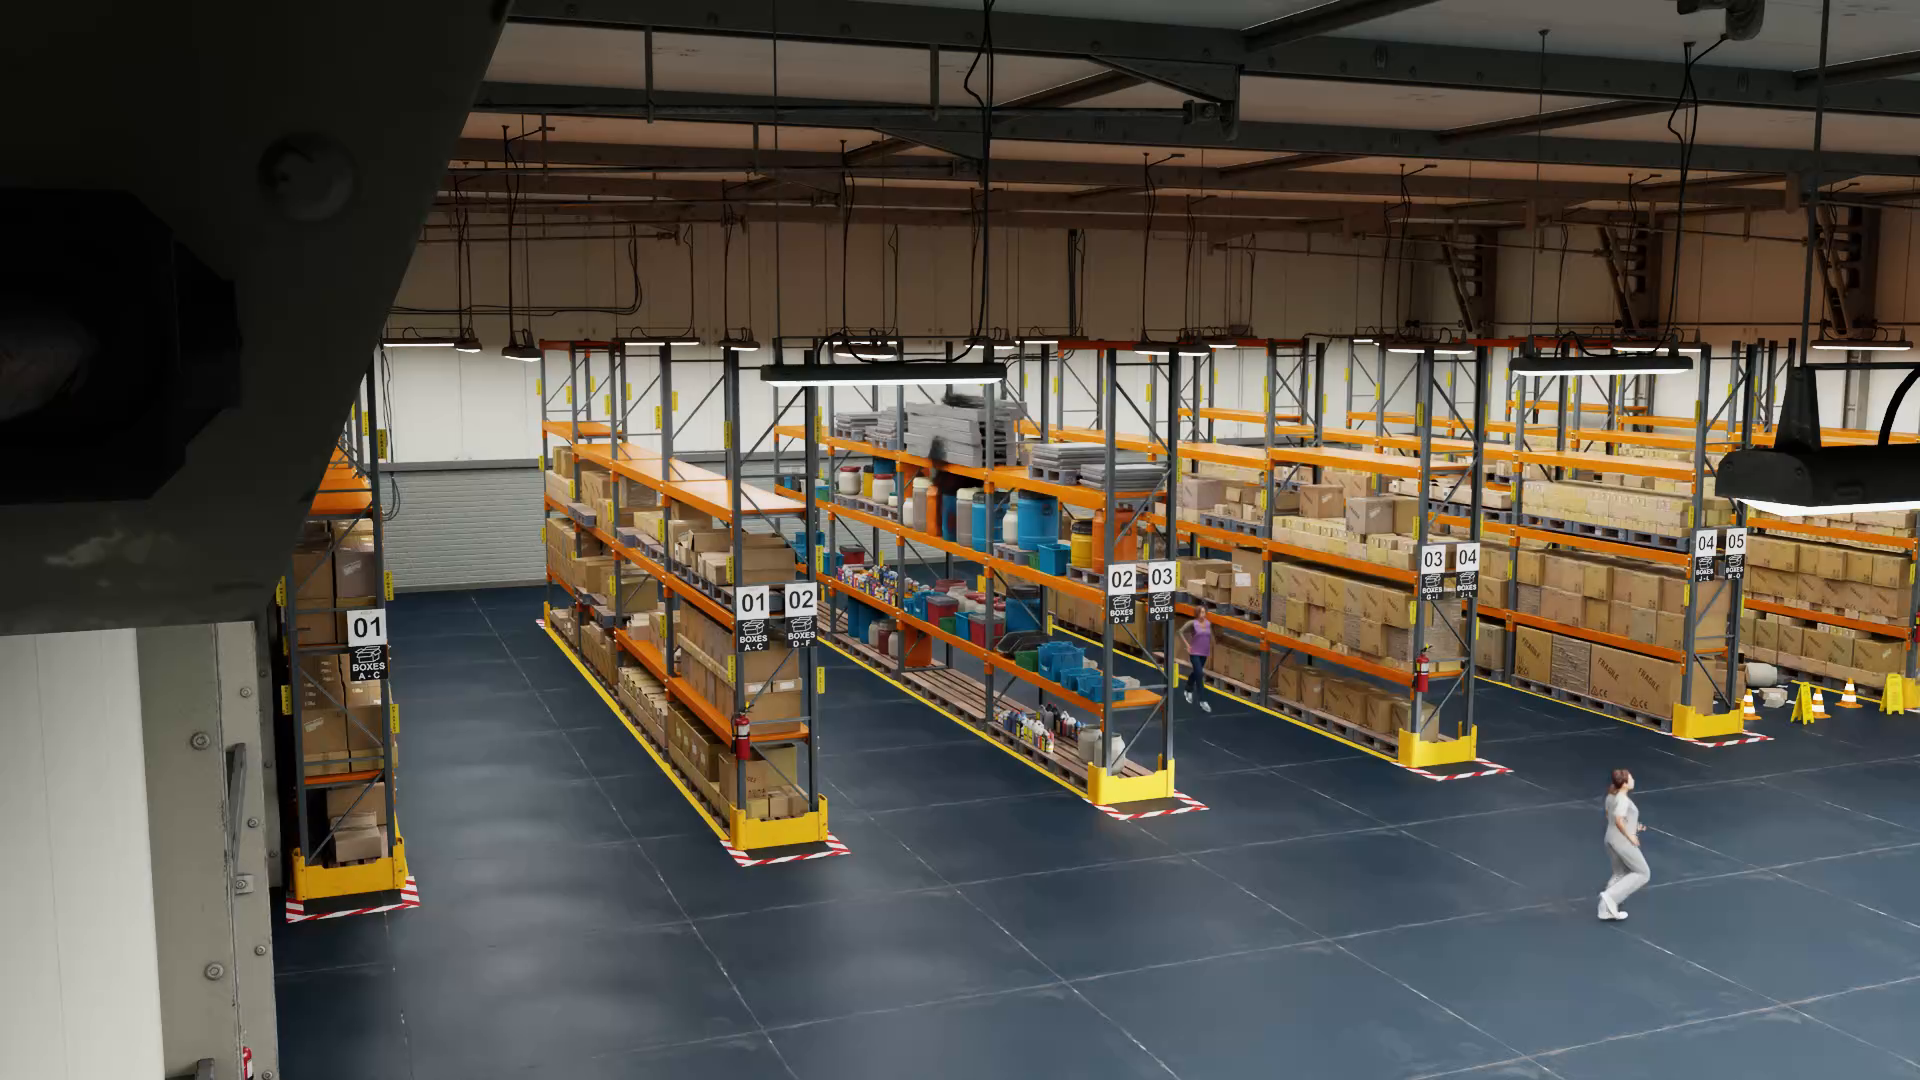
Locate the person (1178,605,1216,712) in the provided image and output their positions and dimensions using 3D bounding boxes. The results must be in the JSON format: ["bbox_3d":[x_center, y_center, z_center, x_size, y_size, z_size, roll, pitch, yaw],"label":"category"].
[{"bbox_3d":[3.768,1.827,26.217,0.537,1.624,0.794,-4,8,-27],"label":"person"}]

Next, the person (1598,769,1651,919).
[{"bbox_3d":[7.077,3.227,17.668,0.522,1.625,0.534,0,7,-3],"label":"person"}]
